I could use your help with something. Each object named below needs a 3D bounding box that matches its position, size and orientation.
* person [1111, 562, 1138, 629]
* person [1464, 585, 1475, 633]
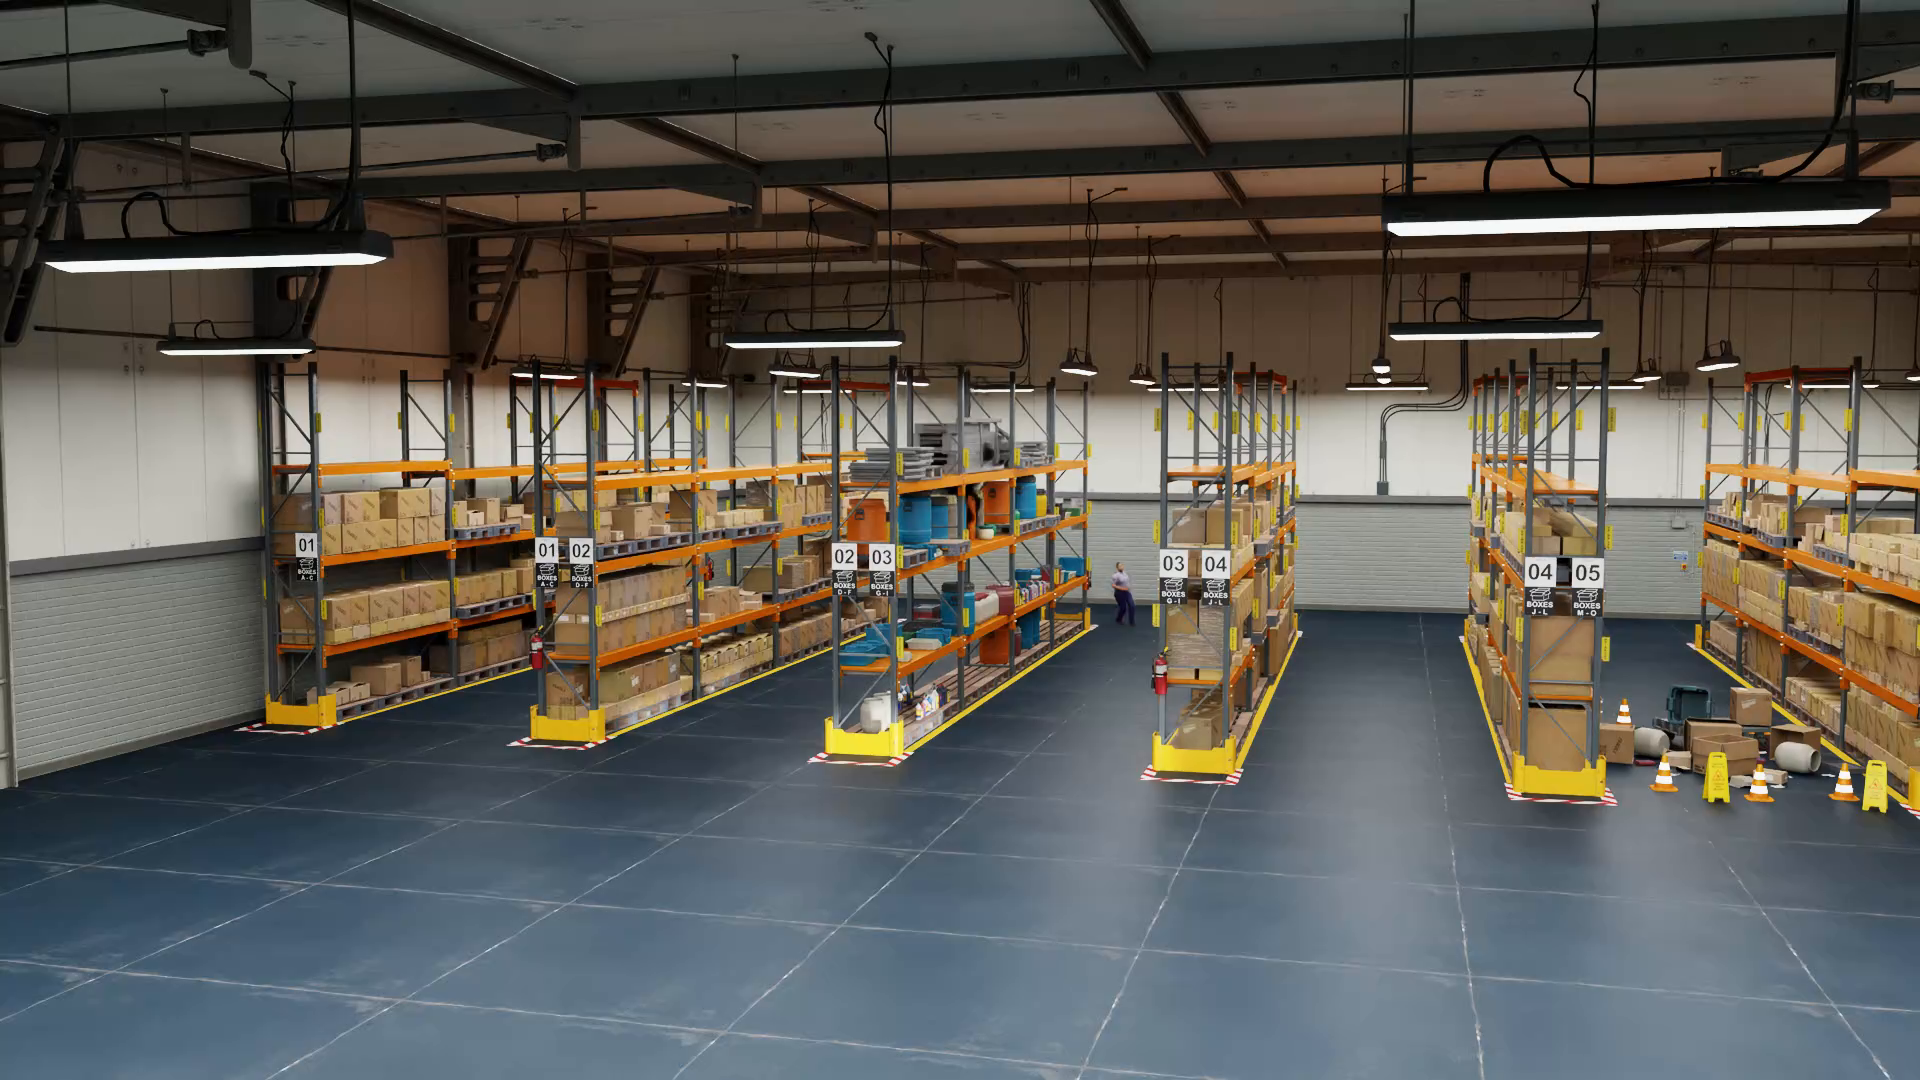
[{"bbox_3d":[3.940,1.353,40.655,0.604,1.651,0.718,-3,5,-37],"label":"person"},{"bbox_3d":[12.335,1.360,39.240,0.891,1.757,0.656,-1,4,-10],"label":"person"}]
